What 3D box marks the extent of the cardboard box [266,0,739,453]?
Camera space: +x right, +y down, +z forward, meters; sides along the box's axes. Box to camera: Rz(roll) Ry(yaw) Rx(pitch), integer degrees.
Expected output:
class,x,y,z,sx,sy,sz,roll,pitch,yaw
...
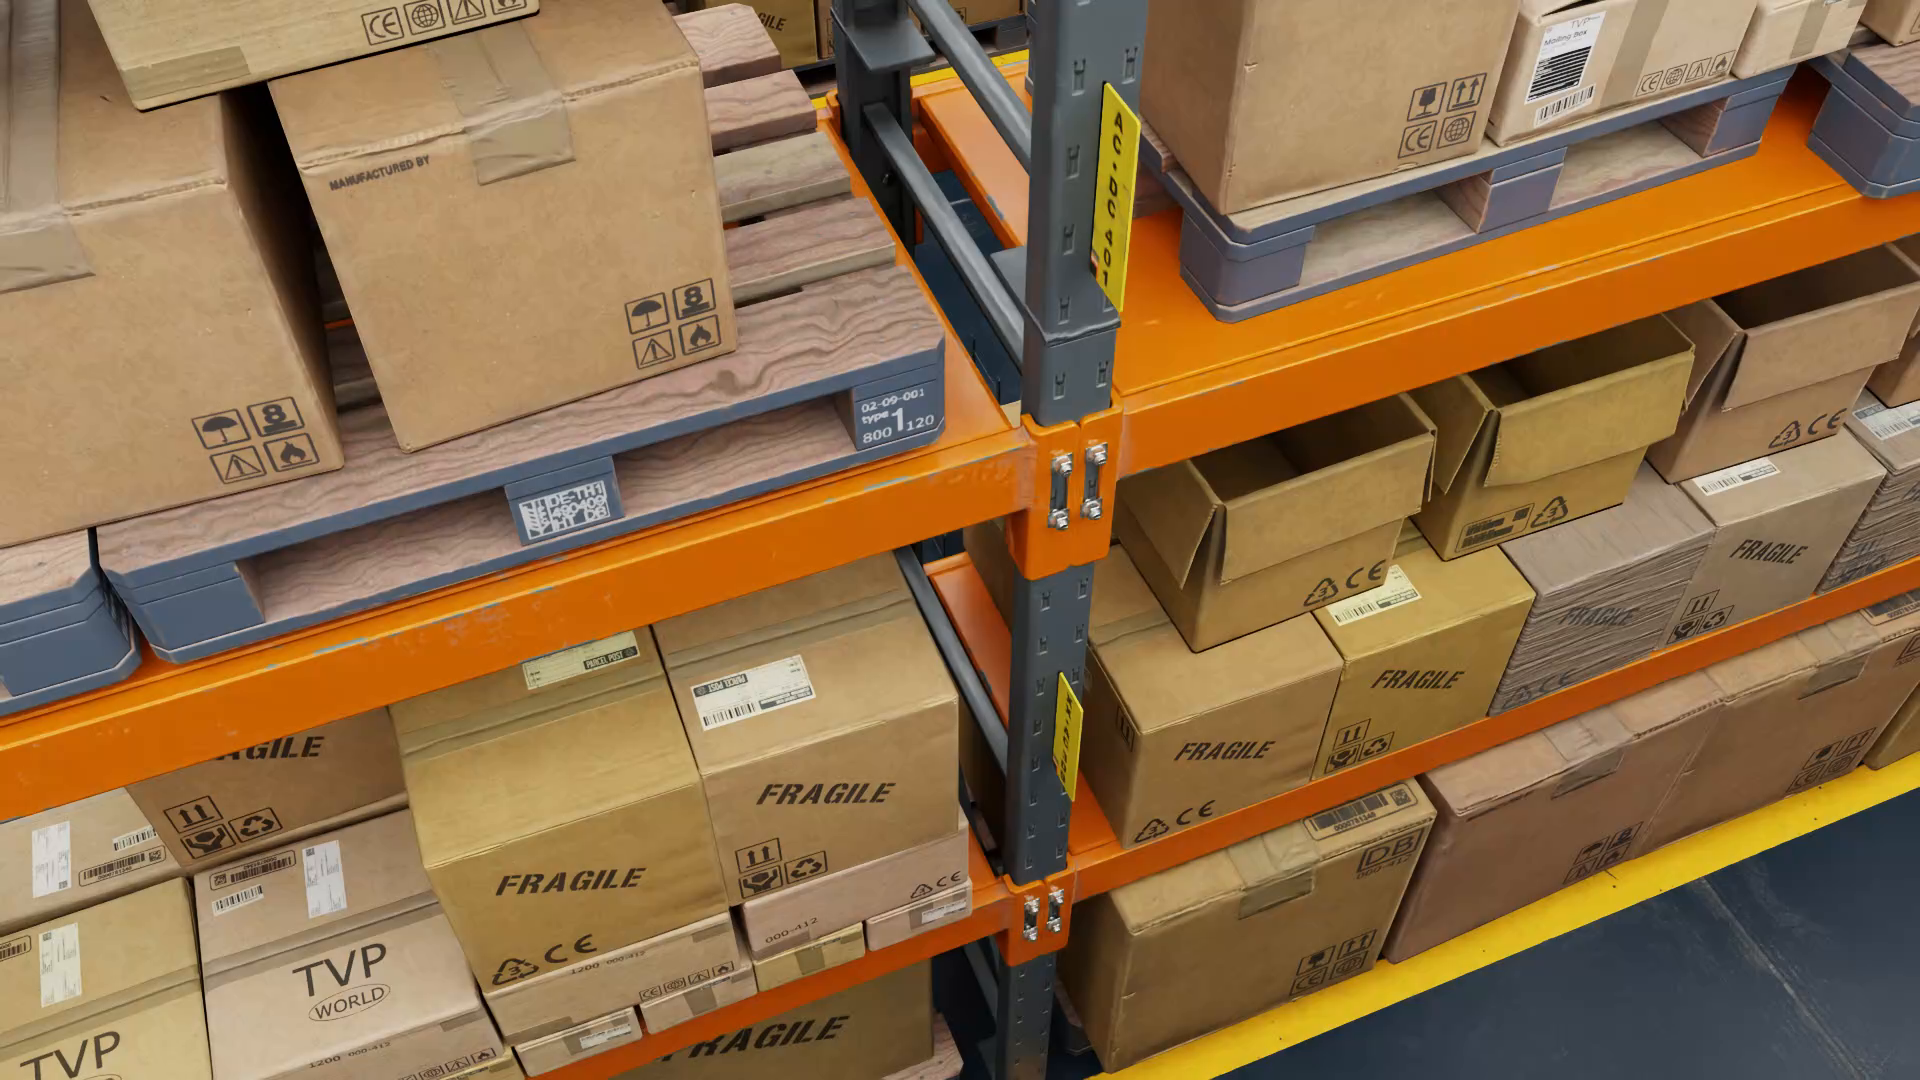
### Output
class,x,y,z,sx,sy,sz,roll,pitch,yaw
cardboard box,-0.700,-0.598,2.401,0.500,0.500,0.700,-20,52,-16

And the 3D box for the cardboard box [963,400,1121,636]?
class,x,y,z,sx,sy,sz,roll,pitch,yaw
cardboard box,0.332,-0.044,4.245,0.500,0.500,0.500,-17,51,-14

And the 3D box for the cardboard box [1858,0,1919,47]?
class,x,y,z,sx,sy,sz,roll,pitch,yaw
cardboard box,1.822,-1.380,3.136,0.637,0.503,0.797,-18,52,-15

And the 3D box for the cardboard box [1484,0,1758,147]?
class,x,y,z,sx,sy,sz,roll,pitch,yaw
cardboard box,1.052,-1.022,2.955,0.500,0.311,0.500,-19,52,-15

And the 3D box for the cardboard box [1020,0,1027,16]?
class,x,y,z,sx,sy,sz,roll,pitch,yaw
cardboard box,0.447,-2.986,8.208,0.500,0.500,0.500,-19,52,-16

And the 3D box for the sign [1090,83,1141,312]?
class,x,y,z,sx,sy,sz,roll,pitch,yaw
sign,0.213,-0.468,2.304,0.005,0.325,0.100,-17,52,-14

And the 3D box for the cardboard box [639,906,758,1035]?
class,x,y,z,sx,sy,sz,roll,pitch,yaw
cardboard box,-0.632,0.861,3.699,0.250,0.149,0.380,-18,52,-15

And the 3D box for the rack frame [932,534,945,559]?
class,x,y,z,sx,sy,sz,roll,pitch,yaw
rack frame,-0.102,-0.262,5.882,0.006,0.900,0.240,-17,52,-14

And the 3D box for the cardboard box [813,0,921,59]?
class,x,y,z,sx,sy,sz,roll,pitch,yaw
cardboard box,-0.506,-2.699,7.962,0.500,0.500,0.500,-15,51,-13

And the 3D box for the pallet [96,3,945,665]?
class,x,y,z,sx,sy,sz,roll,pitch,yaw
pallet,-0.759,-0.407,2.703,1.213,0.211,1.003,-17,52,-14

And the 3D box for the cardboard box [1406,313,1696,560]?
class,x,y,z,sx,sy,sz,roll,pitch,yaw
cardboard box,1.230,-0.423,3.909,0.637,0.503,0.797,-17,51,-14

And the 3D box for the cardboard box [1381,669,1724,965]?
class,x,y,z,sx,sy,sz,roll,pitch,yaw
cardboard box,1.414,0.415,5.040,0.875,0.875,1.225,-19,52,-15

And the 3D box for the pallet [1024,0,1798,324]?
class,x,y,z,sx,sy,sz,roll,pitch,yaw
pallet,0.832,-0.898,3.193,1.217,0.209,0.805,-19,52,-16

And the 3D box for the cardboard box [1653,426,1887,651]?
class,x,y,z,sx,sy,sz,roll,pitch,yaw
cardboard box,1.927,-0.115,4.305,0.500,0.500,0.500,-16,51,-14

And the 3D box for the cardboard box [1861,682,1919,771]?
class,x,y,z,sx,sy,sz,roll,pitch,yaw
cardboard box,3.058,-0.094,5.478,0.875,0.875,1.225,-19,52,-16

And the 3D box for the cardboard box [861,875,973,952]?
class,x,y,z,sx,sy,sz,roll,pitch,yaw
cardboard box,-0.156,0.714,3.826,0.250,0.149,0.380,-17,51,-14

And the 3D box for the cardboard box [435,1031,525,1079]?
class,x,y,z,sx,sy,sz,roll,pitch,yaw
cardboard box,-1.109,1.009,3.572,0.250,0.149,0.380,-16,51,-14

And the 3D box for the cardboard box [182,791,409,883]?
class,x,y,z,sx,sy,sz,roll,pitch,yaw
cardboard box,-1.472,0.509,3.739,0.500,0.250,0.500,-16,51,-13

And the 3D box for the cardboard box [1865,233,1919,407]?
class,x,y,z,sx,sy,sz,roll,pitch,yaw
cardboard box,2.418,-0.809,4.241,0.637,0.503,0.797,-16,51,-13

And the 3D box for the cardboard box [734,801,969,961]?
class,x,y,z,sx,sy,sz,roll,pitch,yaw
cardboard box,-0.308,0.577,3.680,0.500,0.250,0.500,-18,52,-15

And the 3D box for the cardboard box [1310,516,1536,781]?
class,x,y,z,sx,sy,sz,roll,pitch,yaw
cardboard box,0.987,0.180,4.052,0.500,0.500,0.500,-17,51,-14

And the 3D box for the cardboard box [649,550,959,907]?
class,x,y,z,sx,sy,sz,roll,pitch,yaw
cardboard box,-0.322,0.342,3.388,0.500,0.500,0.500,-16,51,-13

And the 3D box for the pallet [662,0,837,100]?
class,x,y,z,sx,sy,sz,roll,pitch,yaw
pallet,-1.060,-2.514,8.270,1.213,0.211,1.003,-17,52,-14

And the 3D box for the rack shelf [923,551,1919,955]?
class,x,y,z,sx,sy,sz,roll,pitch,yaw
rack shelf,1.854,-0.025,4.768,4.000,0.370,1.077,-17,52,-14

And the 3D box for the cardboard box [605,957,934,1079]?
class,x,y,z,sx,sy,sz,roll,pitch,yaw
cardboard box,-0.639,1.003,4.535,0.875,0.875,0.875,-17,52,-14

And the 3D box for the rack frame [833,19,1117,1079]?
class,x,y,z,sx,sy,sz,roll,pitch,yaw
rack frame,0.002,0.314,4.003,0.127,3.000,1.000,-17,52,-14

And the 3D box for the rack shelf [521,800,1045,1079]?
class,x,y,z,sx,sy,sz,roll,pitch,yaw
rack shelf,-1.850,1.122,3.783,4.000,0.370,1.077,-17,52,-14

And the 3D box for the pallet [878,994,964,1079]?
class,x,y,z,sx,sy,sz,roll,pitch,yaw
pallet,-0.732,1.386,4.921,1.213,0.211,1.003,-17,52,-14

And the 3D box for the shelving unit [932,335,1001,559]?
class,x,y,z,sx,sy,sz,roll,pitch,yaw
shelving unit,-0.008,-0.291,5.907,0.210,0.900,0.258,-17,52,-14

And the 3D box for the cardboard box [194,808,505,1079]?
class,x,y,z,sx,sy,sz,roll,pitch,yaw
cardboard box,-1.258,0.874,3.425,0.500,0.250,0.500,-16,51,-14
